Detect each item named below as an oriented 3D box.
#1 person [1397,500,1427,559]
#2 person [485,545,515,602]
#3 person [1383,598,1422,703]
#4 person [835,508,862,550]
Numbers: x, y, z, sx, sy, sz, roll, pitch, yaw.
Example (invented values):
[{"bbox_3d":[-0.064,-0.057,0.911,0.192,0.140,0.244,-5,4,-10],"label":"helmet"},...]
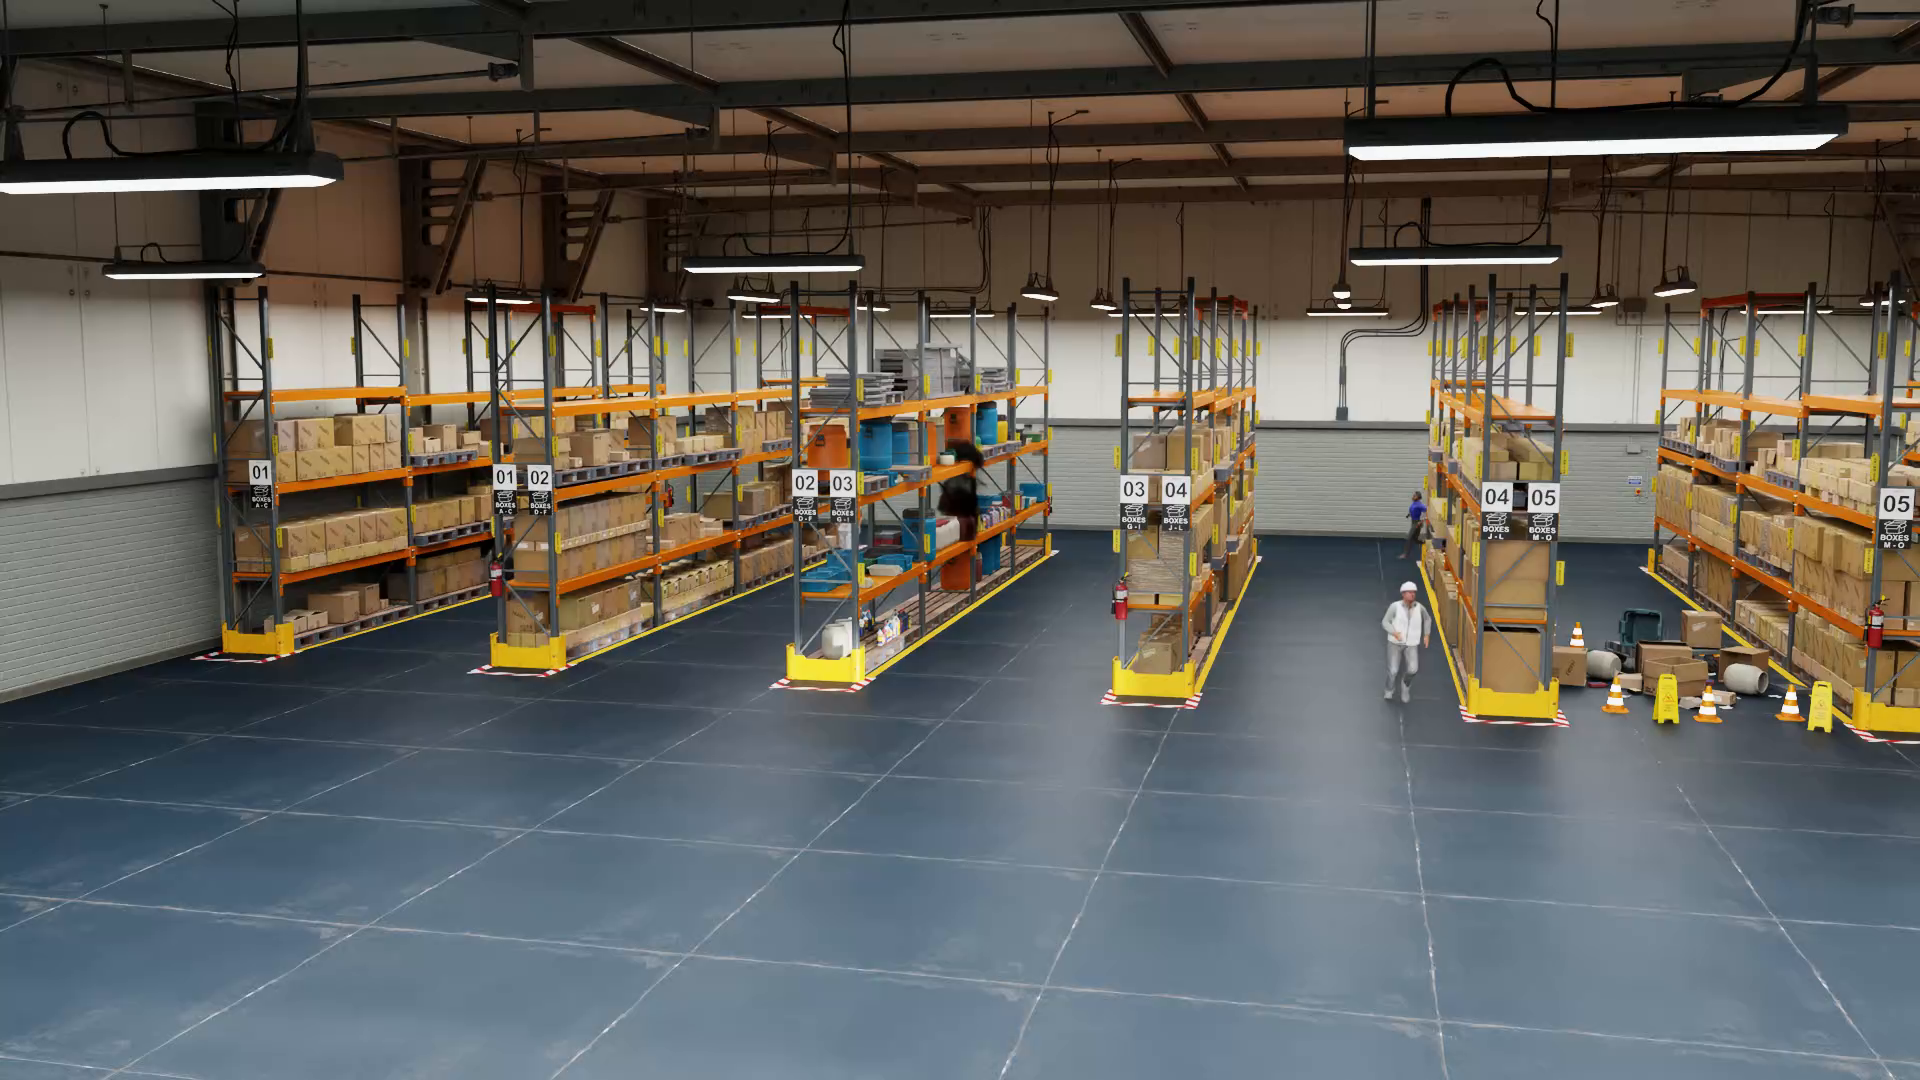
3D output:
[{"bbox_3d":[10.855,-0.252,39.502,0.861,1.443,0.648,0,7,-2],"label":"person"},{"bbox_3d":[-8.095,0.787,29.583,0.669,1.418,0.636,1,7,9],"label":"person"},{"bbox_3d":[6.268,1.551,23.554,0.486,1.514,0.446,1,7,5],"label":"person"},{"bbox_3d":[-2.376,-0.130,34.631,0.603,1.808,0.651,1,7,7],"label":"person"}]
